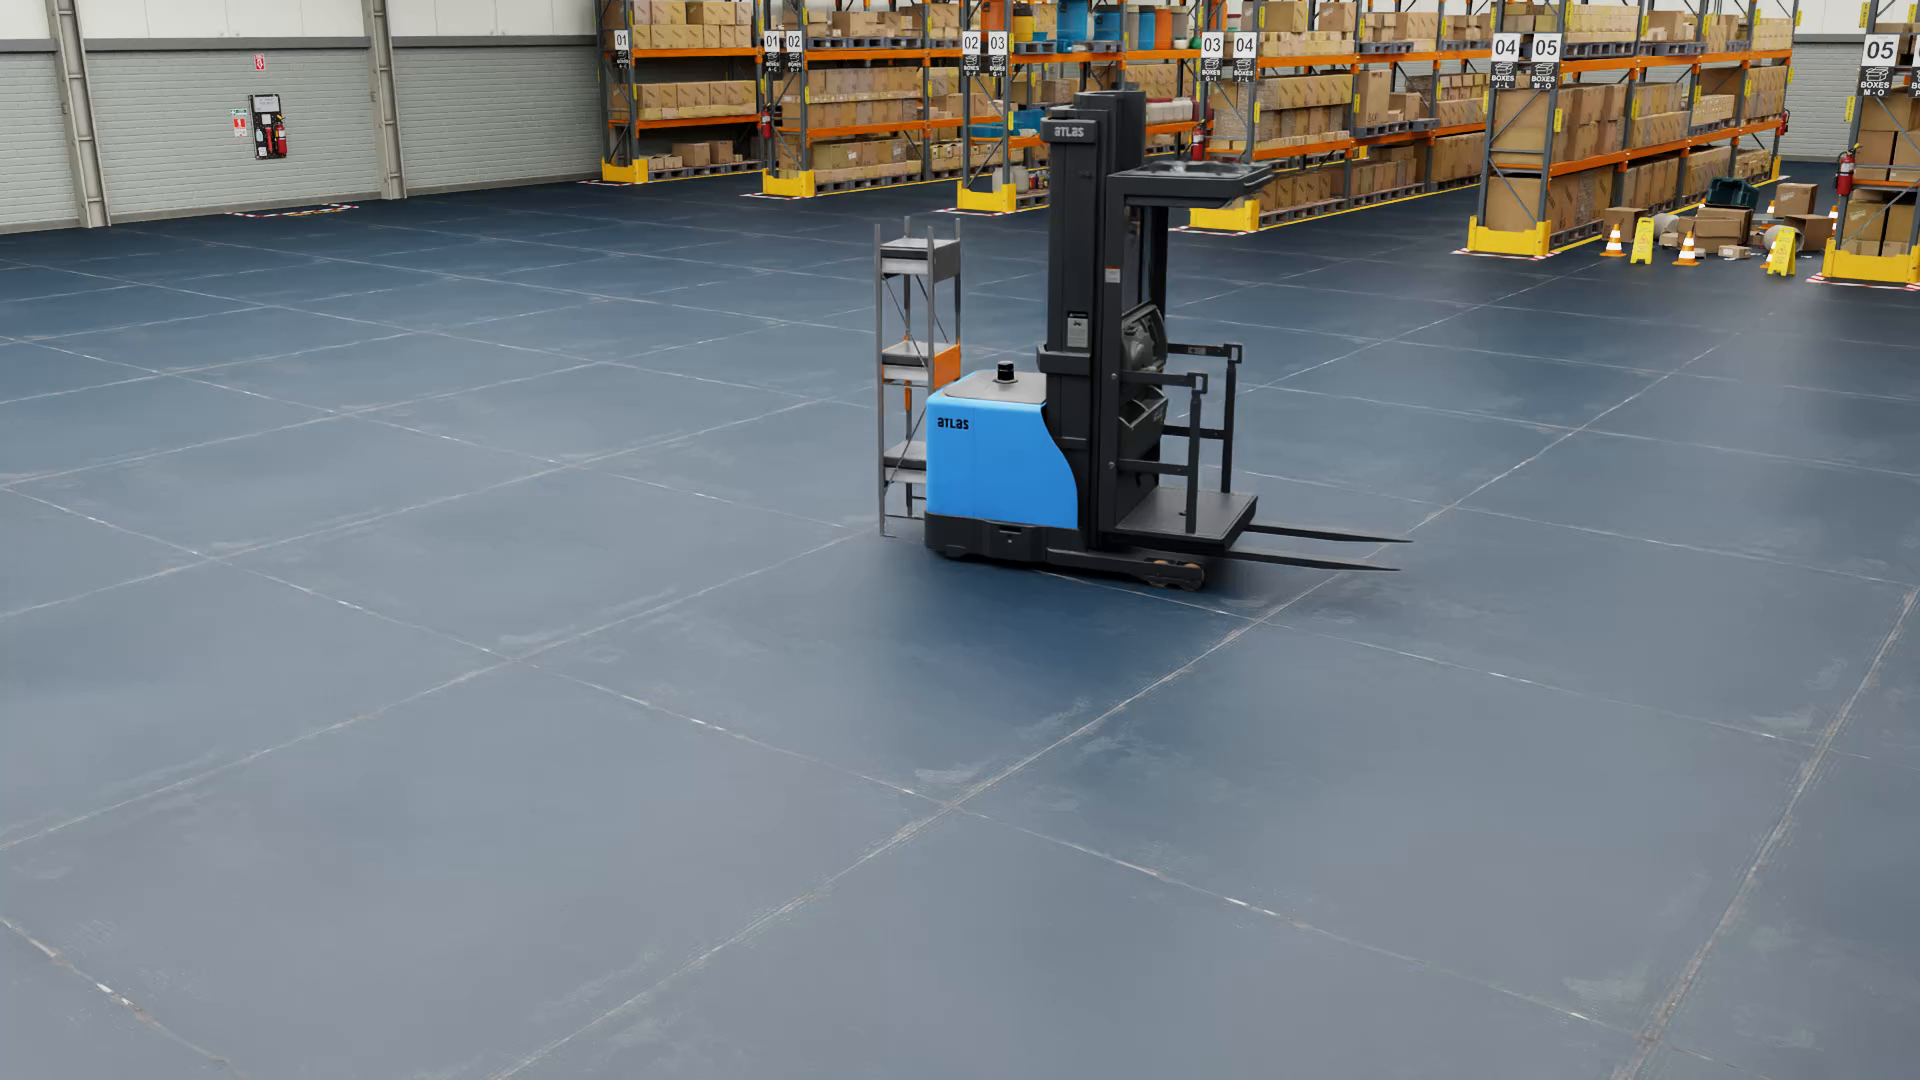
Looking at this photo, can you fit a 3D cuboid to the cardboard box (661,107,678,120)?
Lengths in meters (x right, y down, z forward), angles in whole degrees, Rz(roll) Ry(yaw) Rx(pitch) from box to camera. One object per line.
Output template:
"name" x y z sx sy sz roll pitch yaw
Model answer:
"cardboard box" -6.623 -9.501 37.000 0.500 0.250 0.500 12 21 33

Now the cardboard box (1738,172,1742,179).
"cardboard box" 16.174 -7.641 34.890 0.380 0.149 0.250 13 22 36

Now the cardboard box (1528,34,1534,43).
"cardboard box" 8.467 -7.610 25.181 0.380 0.149 0.250 13 21 35

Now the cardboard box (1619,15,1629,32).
"cardboard box" 10.385 -8.271 26.638 0.500 0.250 0.500 12 21 34

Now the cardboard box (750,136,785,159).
"cardboard box" -4.659 -9.524 40.328 0.700 0.500 0.500 13 22 37

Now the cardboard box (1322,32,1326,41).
"cardboard box" 6.219 -8.885 29.321 0.380 0.149 0.250 13 22 37

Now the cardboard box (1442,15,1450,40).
"cardboard box" 9.539 -10.497 34.047 0.797 0.503 0.637 14 22 38

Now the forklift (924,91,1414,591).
"forklift" 1.339 -1.265 10.374 3.031 2.935 1.130 7 18 20

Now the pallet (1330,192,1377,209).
"pallet" 7.313 -6.558 32.005 1.003 0.211 1.213 12 21 35

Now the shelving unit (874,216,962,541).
"shelving unit" -0.273 -1.080 11.180 0.431 2.100 0.503 7 18 20

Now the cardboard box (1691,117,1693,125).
"cardboard box" 13.586 -7.907 31.364 0.380 0.149 0.250 12 21 34

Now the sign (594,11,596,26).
"sign" -7.901 -11.335 36.136 0.100 0.325 0.005 12 21 35

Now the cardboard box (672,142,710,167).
"cardboard box" -6.166 -8.844 38.137 0.700 0.500 0.500 11 20 31

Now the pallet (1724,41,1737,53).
"pallet" 14.471 -9.676 32.602 1.213 0.211 1.003 12 21 35

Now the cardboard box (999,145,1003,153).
"cardboard box" 0.861 -9.270 39.019 0.500 0.311 0.500 12 21 34

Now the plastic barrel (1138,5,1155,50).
"plastic barrel" 3.781 -10.722 34.809 0.600 0.901 0.708 12 21 35

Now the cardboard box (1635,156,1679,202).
"cardboard box" 12.722 -6.753 31.017 1.050 0.750 0.750 12 21 34

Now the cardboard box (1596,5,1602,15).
"cardboard box" 9.603 -8.118 25.471 0.380 0.149 0.250 12 21 34

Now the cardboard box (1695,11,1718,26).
"cardboard box" 14.047 -9.840 31.355 0.396 0.266 0.258 12 21 35

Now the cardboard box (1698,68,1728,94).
"cardboard box" 15.603 -9.536 34.536 0.500 0.500 0.500 12 21 33

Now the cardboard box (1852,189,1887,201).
"cardboard box" 12.858 -4.891 23.507 0.380 0.149 0.250 13 22 36

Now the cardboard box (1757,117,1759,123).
"cardboard box" 16.840 -8.992 35.567 0.380 0.149 0.250 13 22 37

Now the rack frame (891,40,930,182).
"rack frame" -1.103 -9.455 36.633 1.000 3.000 0.127 12 21 35

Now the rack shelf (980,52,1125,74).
"rack shelf" 1.681 -9.191 31.939 1.077 0.370 4.000 12 21 35

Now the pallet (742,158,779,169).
"pallet" -4.621 -9.183 40.460 1.003 0.211 1.213 12 21 35

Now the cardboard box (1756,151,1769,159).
"cardboard box" 17.563 -8.480 36.588 0.380 0.149 0.250 12 21 33

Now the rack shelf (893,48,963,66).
"rack shelf" 0.088 -11.020 37.829 1.077 0.370 4.000 12 21 35

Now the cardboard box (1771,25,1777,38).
"cardboard box" 16.932 -10.745 35.137 0.500 0.250 0.500 11 21 32

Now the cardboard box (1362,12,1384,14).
"cardboard box" 8.148 -10.068 32.536 0.500 0.500 0.500 12 21 33

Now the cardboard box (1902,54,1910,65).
"cardboard box" 12.721 -6.569 22.705 0.380 0.149 0.250 13 22 36

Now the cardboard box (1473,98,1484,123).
"cardboard box" 10.952 -9.255 35.820 0.500 0.500 0.500 12 21 34

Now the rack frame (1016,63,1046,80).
"rack frame" 2.066 -13.188 48.652 1.000 3.000 0.127 12 21 35

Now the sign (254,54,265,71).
"sign" -12.908 -8.808 30.641 0.001 0.298 0.199 12 21 35

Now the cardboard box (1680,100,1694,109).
"cardboard box" 13.590 -8.197 31.295 0.380 0.149 0.250 12 21 35

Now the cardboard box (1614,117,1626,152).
"cardboard box" 10.563 -6.785 27.781 0.875 0.550 0.550 12 21 35

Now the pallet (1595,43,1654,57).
"pallet" 11.280 -8.371 28.408 0.805 0.209 1.217 11 21 33

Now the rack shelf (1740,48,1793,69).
"rack shelf" 16.732 -10.274 35.425 1.077 0.370 4.000 12 21 35

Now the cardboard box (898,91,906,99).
"cardboard box" -1.396 -9.589 35.801 0.380 0.149 0.250 12 21 33

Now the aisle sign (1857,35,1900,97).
"aisle sign" 12.156 -6.278 22.018 0.394 0.787 0.004 12 21 35

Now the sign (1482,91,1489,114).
"sign" 7.963 -6.616 25.138 0.100 0.325 0.005 12 21 35

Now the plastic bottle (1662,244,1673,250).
"plastic bottle" 10.978 -4.555 25.808 0.133 0.061 0.283 5 18 16

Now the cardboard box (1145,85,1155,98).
"cardboard box" 4.788 -11.723 43.767 0.500 0.500 0.500 12 21 34

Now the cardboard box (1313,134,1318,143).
"cardboard box" 6.174 -7.192 29.768 0.380 0.149 0.250 12 21 35

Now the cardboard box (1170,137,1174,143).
"cardboard box" 5.607 -10.917 45.375 0.380 0.166 0.250 12 21 35

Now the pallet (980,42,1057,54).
"pallet" 1.061 -9.148 30.905 1.003 0.211 1.213 12 21 35

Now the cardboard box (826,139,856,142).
"cardboard box" -2.523 -8.288 35.538 0.500 0.500 0.500 12 21 35

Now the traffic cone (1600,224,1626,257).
"traffic cone" 9.847 -4.514 25.001 0.336 0.463 0.334 12 21 35

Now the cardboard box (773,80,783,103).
"cardboard box" -4.414 -10.834 40.164 0.700 0.500 0.500 15 23 40

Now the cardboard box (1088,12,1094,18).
"cardboard box" 2.924 -12.819 41.362 0.600 0.600 0.600 12 21 34

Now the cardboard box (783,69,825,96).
"cardboard box" -3.167 -9.291 33.749 0.700 0.500 0.500 13 21 35
